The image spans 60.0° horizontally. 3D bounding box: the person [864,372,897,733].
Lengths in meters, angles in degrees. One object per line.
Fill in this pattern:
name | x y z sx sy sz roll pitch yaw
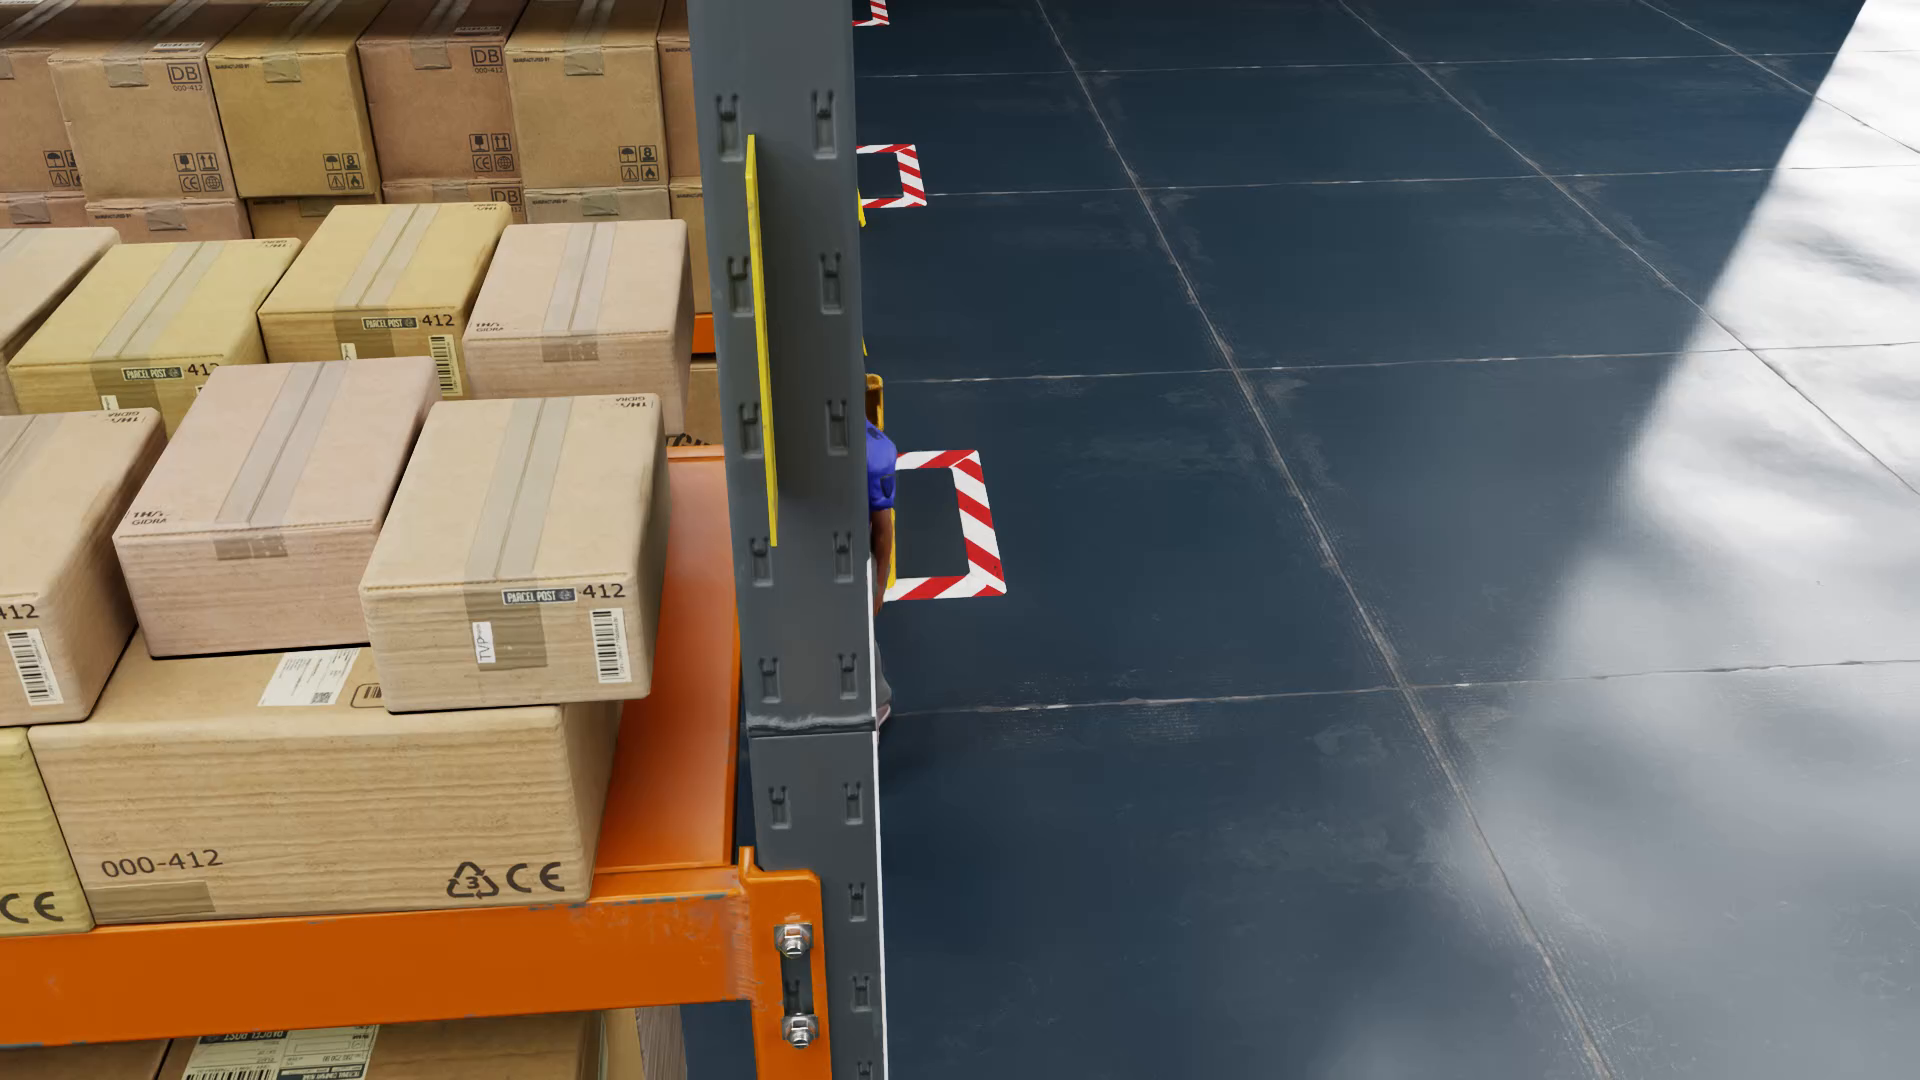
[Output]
person | -0.492 0.128 5.930 0.682 1.631 0.423 -27 40 -36
